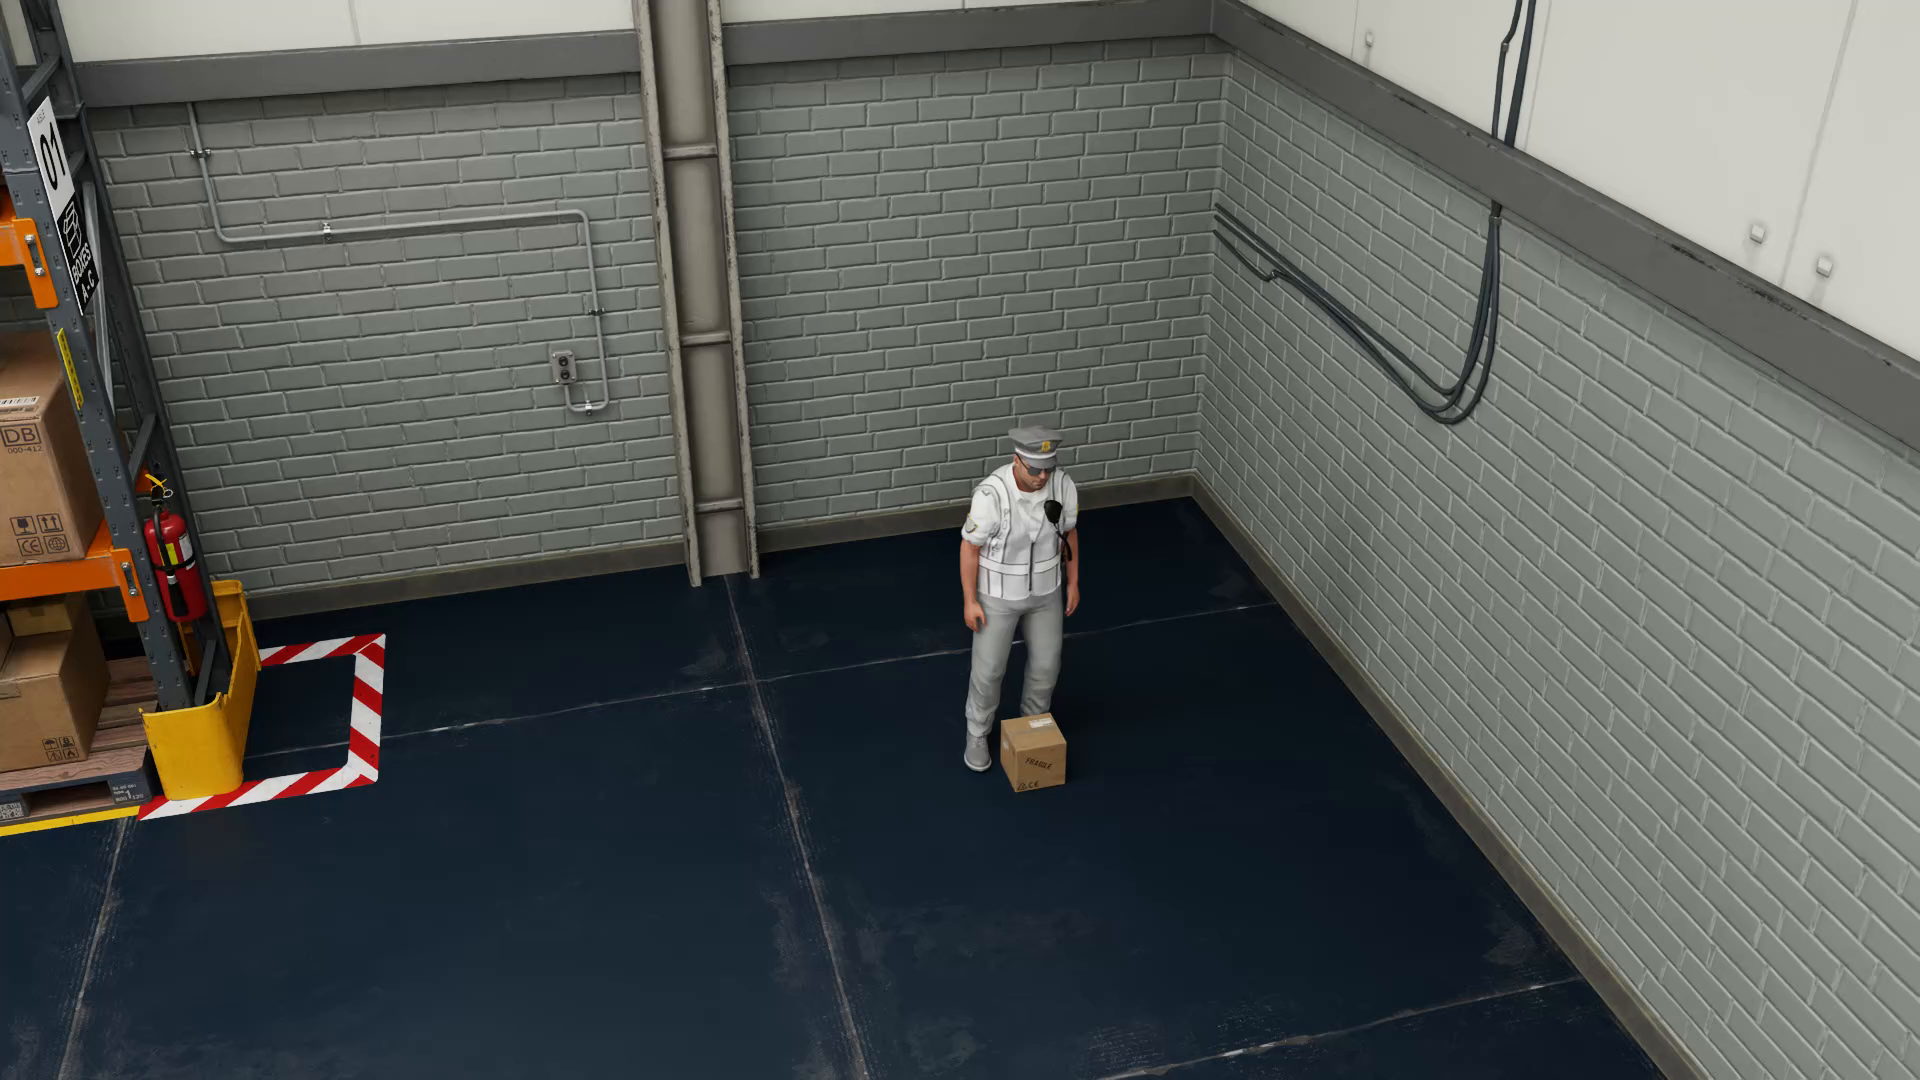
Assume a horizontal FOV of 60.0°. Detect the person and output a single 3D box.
[{"bbox_3d":[0.277,0.236,7.824,0.606,1.748,0.442,-10,31,-16],"label":"person"}]
